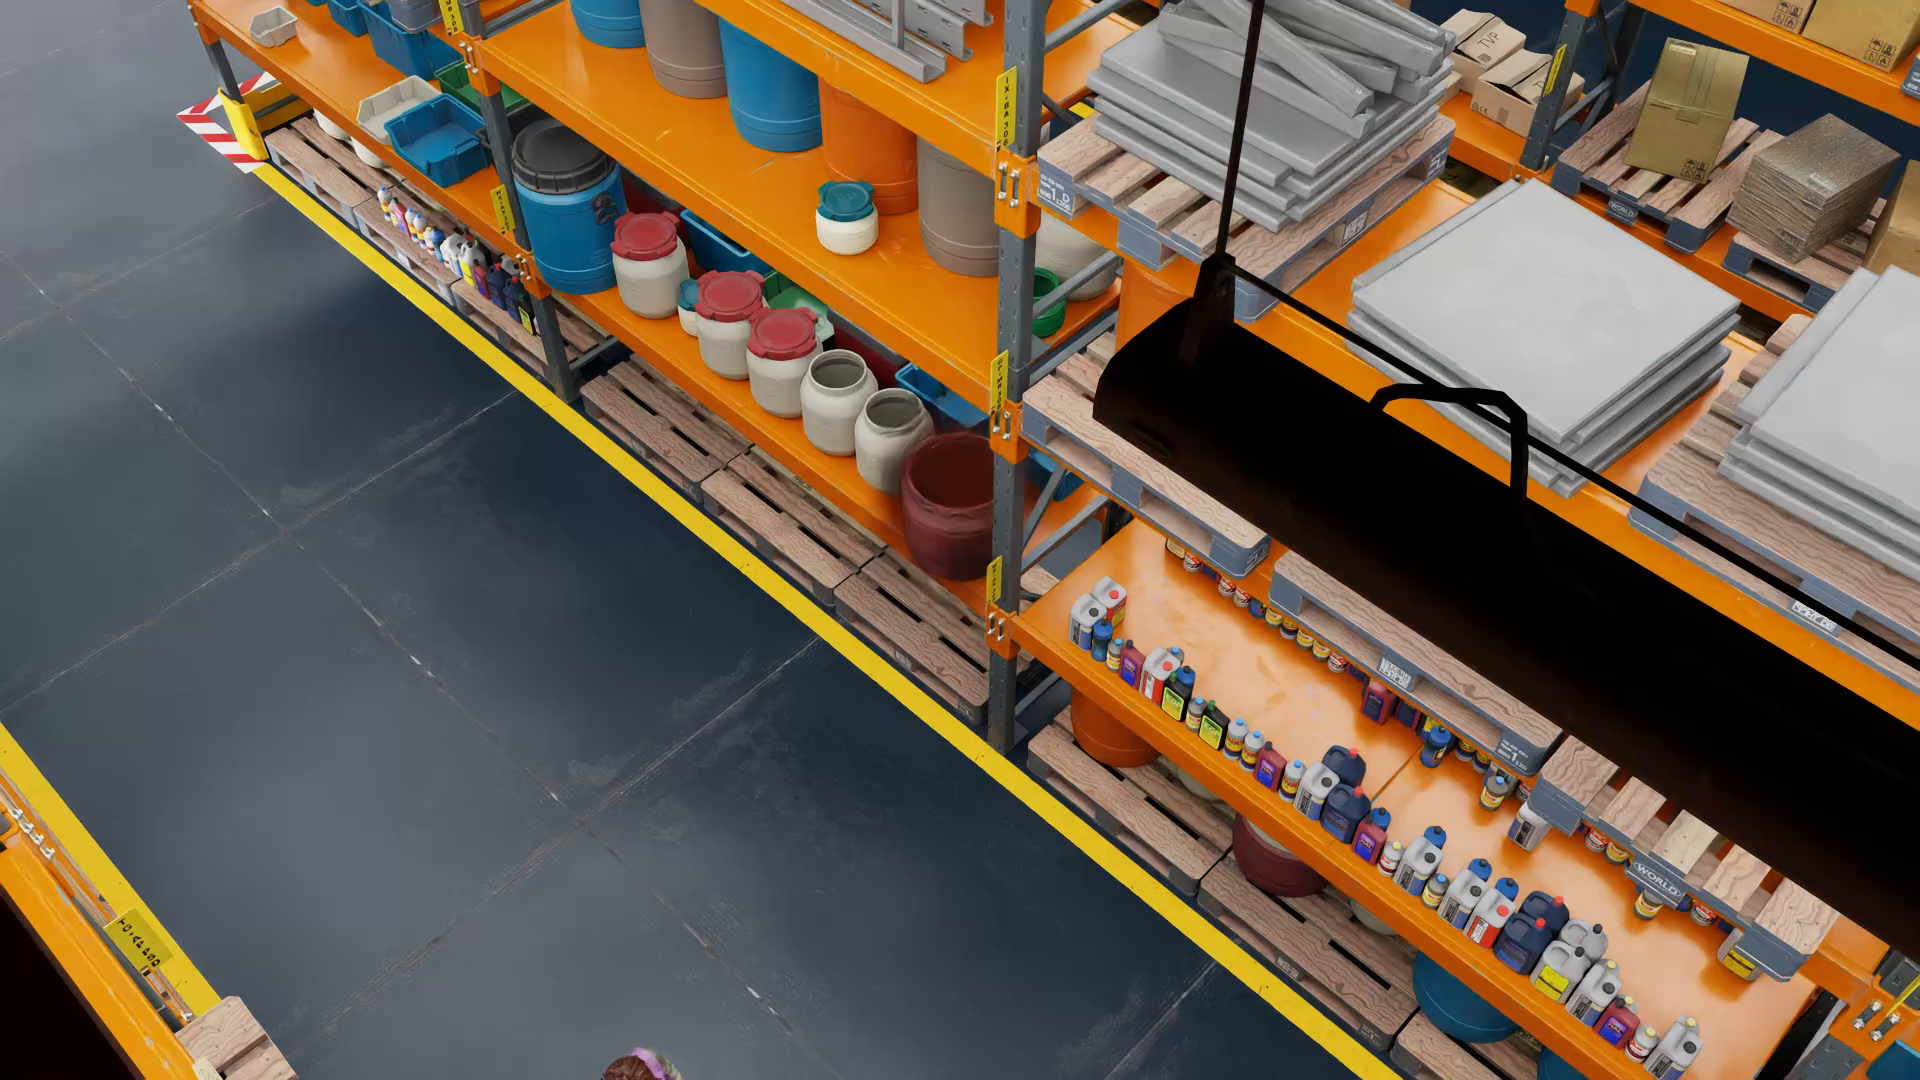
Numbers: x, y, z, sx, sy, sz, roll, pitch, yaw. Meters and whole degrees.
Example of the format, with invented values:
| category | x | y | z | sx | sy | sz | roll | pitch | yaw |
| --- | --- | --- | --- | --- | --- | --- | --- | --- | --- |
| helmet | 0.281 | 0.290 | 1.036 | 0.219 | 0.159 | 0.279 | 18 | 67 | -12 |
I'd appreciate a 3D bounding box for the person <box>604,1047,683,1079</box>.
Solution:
| category | x | y | z | sx | sy | sz | roll | pitch | yaw |
| --- | --- | --- | --- | --- | --- | --- | --- | --- | --- |
| person | -1.439 | 2.530 | 7.253 | 0.538 | 1.578 | 0.483 | 21 | 53 | 17 |
